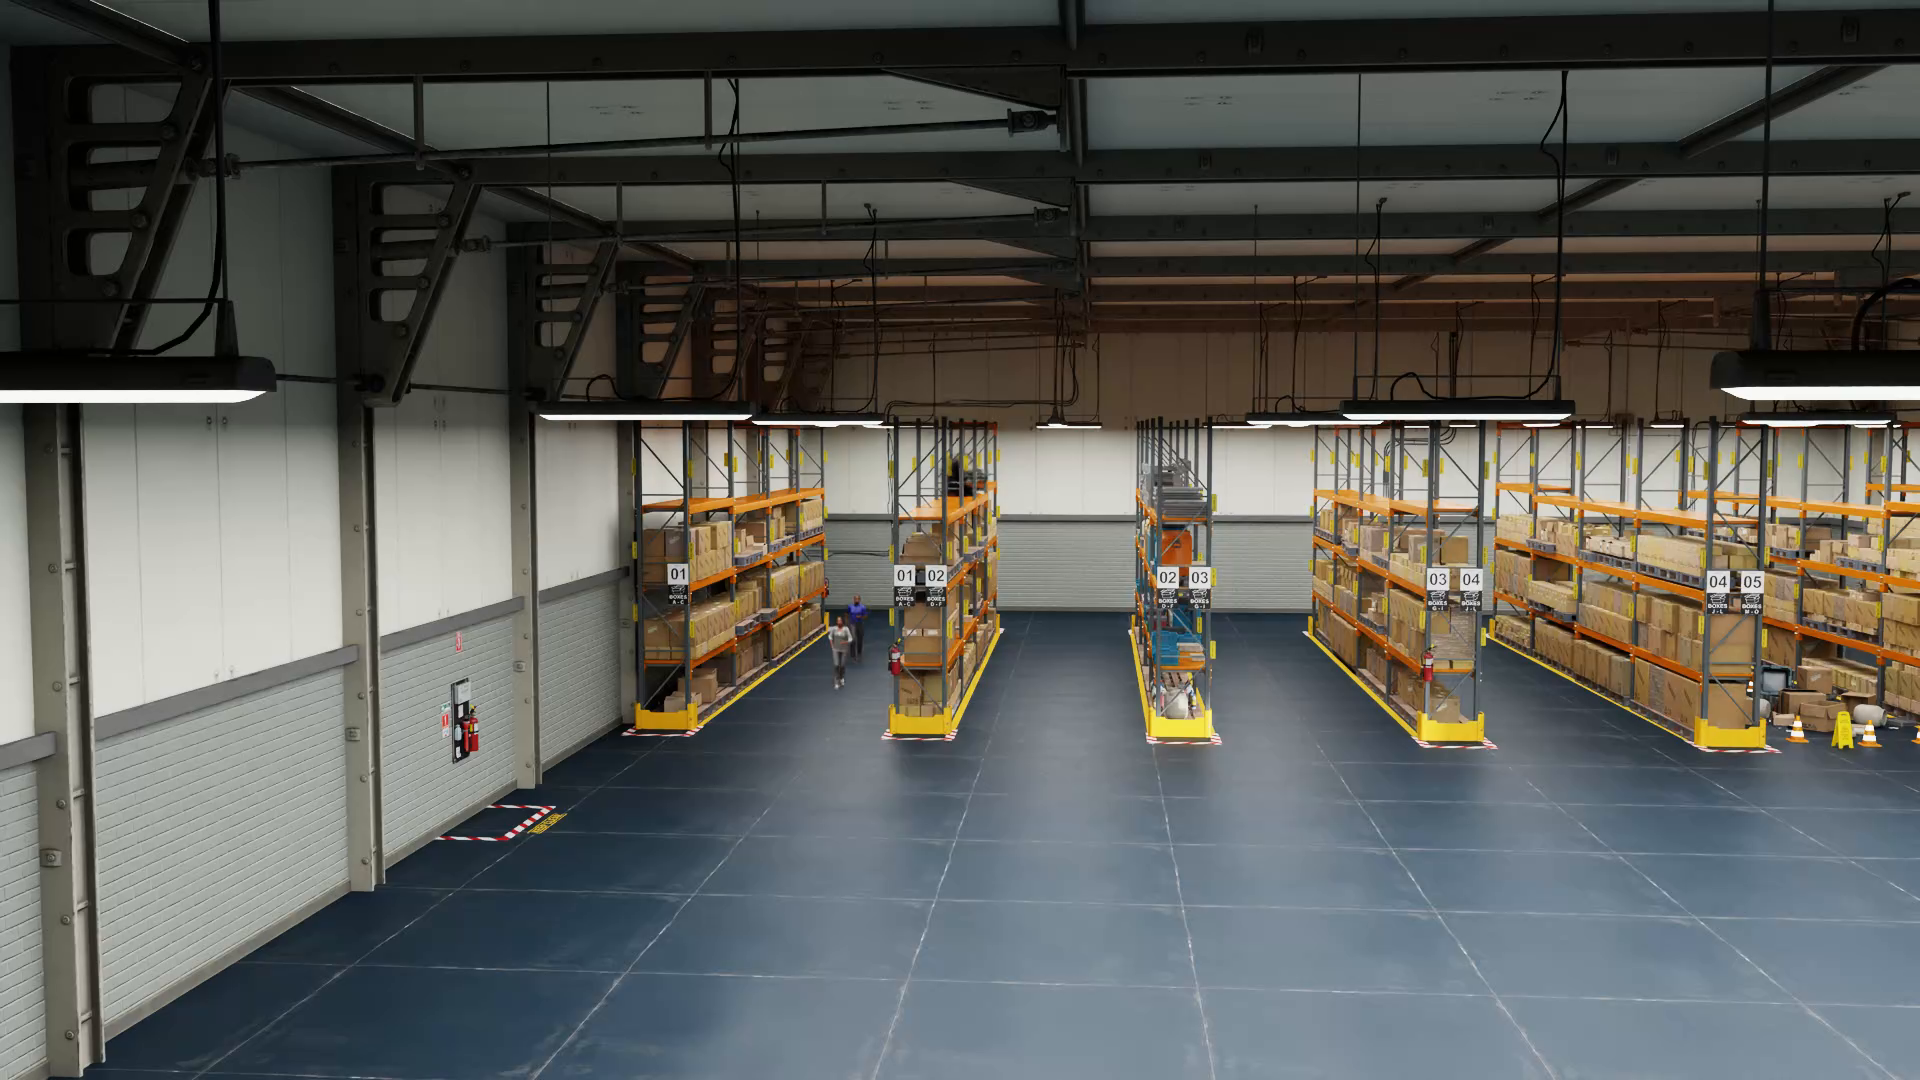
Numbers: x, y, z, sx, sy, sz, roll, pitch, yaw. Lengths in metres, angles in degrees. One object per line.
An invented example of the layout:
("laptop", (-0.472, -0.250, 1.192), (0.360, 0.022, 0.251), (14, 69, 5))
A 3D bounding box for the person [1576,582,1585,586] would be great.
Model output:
("person", (16.762, 1.954, 45.008), (0.584, 1.659, 0.724), (0, 4, -3))

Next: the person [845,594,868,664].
("person", (-2.566, 2.203, 41.240), (0.549, 1.717, 0.764), (0, 4, -5))

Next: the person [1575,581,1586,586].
("person", (17.654, 1.809, 47.430), (1.029, 1.715, 0.743), (0, 4, 7))

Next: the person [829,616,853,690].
("person", (-2.664, 2.516, 37.088), (0.546, 1.654, 0.656), (0, 4, 1))
